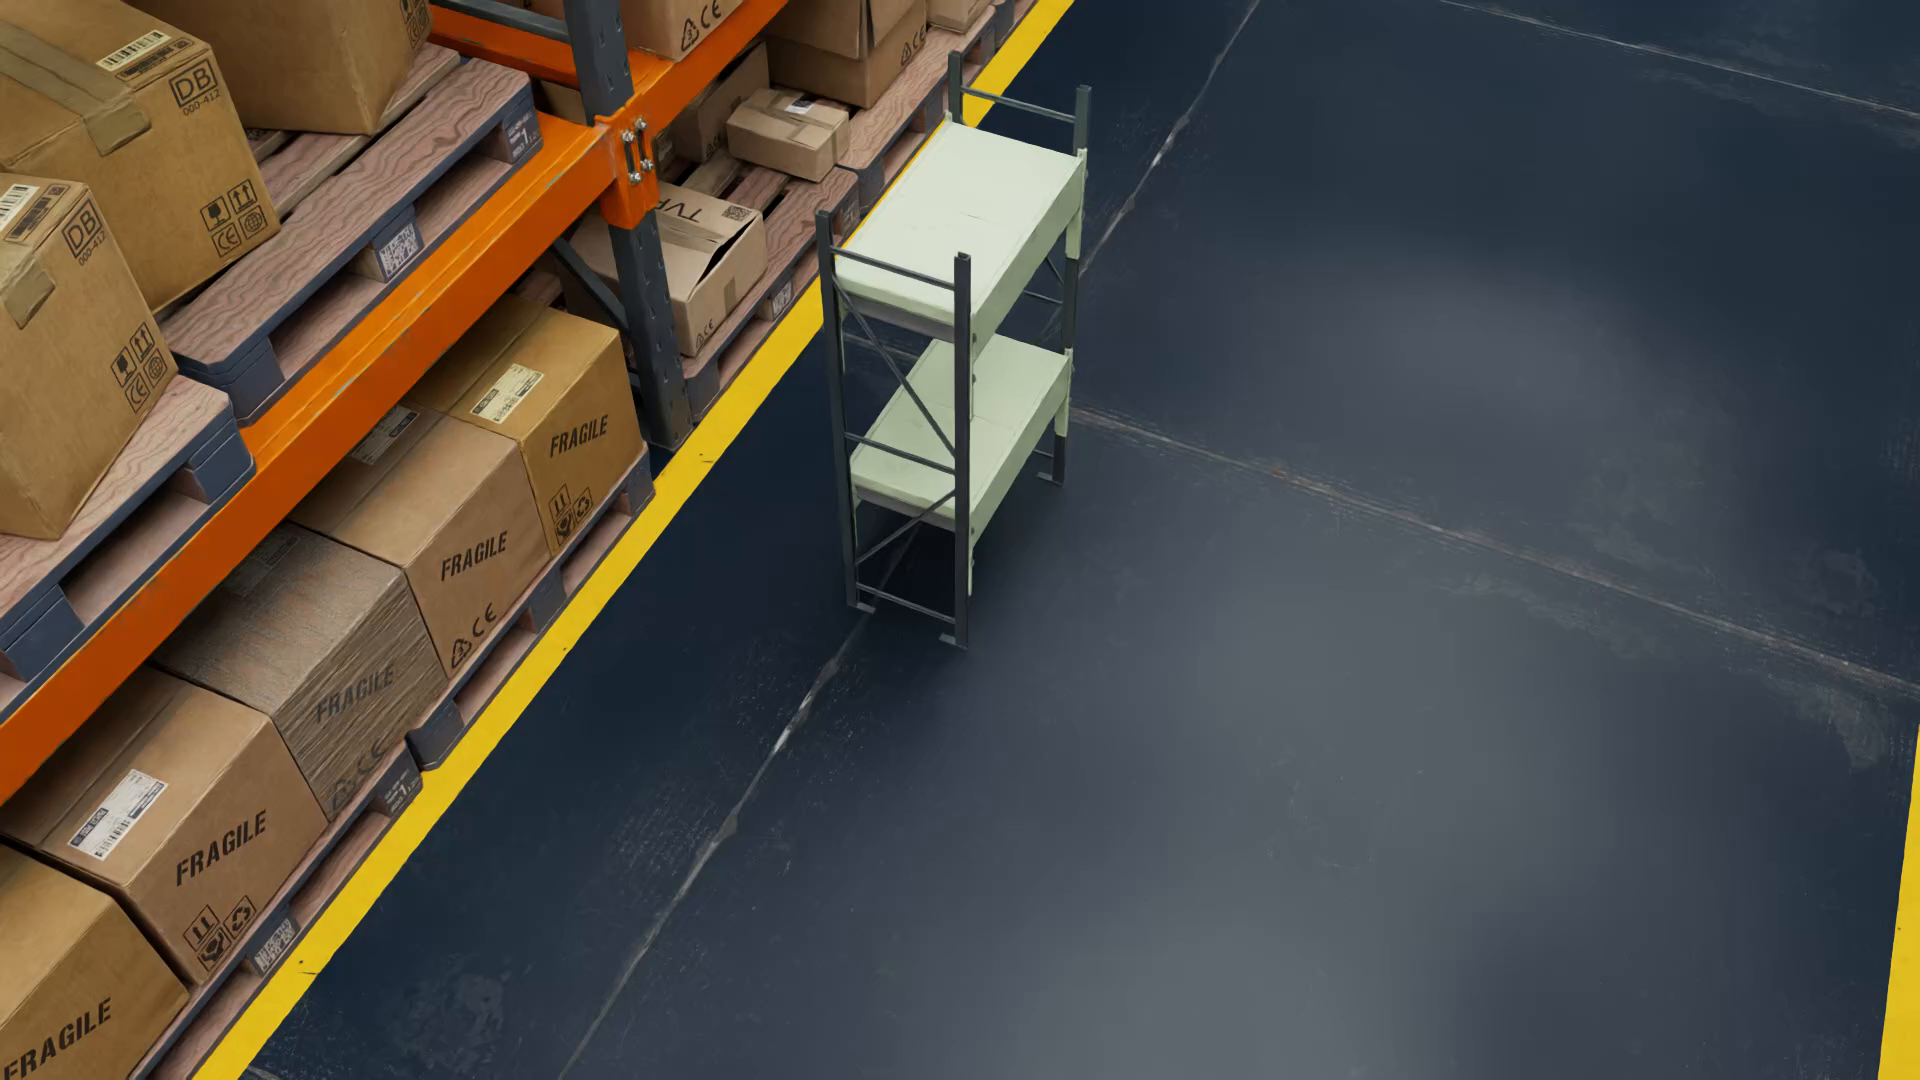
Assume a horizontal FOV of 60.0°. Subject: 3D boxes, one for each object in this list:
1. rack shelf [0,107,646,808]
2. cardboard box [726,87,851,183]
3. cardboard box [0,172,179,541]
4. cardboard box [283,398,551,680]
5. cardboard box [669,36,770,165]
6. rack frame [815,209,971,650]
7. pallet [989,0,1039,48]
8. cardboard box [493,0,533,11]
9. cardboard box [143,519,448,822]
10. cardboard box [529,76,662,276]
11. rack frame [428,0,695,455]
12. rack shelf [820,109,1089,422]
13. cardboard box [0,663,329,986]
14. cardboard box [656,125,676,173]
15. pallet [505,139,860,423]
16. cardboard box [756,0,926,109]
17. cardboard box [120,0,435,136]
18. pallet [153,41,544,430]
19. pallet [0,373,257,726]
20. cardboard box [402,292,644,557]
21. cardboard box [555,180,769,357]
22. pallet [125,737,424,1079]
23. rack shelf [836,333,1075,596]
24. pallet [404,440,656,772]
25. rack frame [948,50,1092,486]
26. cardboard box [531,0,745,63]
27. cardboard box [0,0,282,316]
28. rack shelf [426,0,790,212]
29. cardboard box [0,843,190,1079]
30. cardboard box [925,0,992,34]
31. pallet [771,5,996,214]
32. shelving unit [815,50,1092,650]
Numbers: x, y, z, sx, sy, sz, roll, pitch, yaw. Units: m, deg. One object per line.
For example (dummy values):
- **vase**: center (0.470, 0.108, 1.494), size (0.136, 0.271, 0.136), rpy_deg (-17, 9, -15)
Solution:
- **rack shelf**: center (-2.221, 0.151, 3.624), size (1.077, 0.370, 4.000), rpy_deg (20, 52, 16)
- **cardboard box**: center (-0.631, -1.501, 6.129), size (0.380, 0.166, 0.250), rpy_deg (20, 52, 16)
- **cardboard box**: center (-2.066, -0.391, 3.272), size (0.700, 0.500, 0.500), rpy_deg (8, 50, 7)
- **cardboard box**: center (-1.537, -0.021, 4.651), size (0.500, 0.500, 0.500), rpy_deg (20, 52, 16)
- **cardboard box**: center (-1.059, -1.731, 6.230), size (0.500, 0.311, 0.500), rpy_deg (20, 52, 16)
- **rack frame**: center (-0.159, -0.229, 4.460), size (0.400, 1.500, 0.023), rpy_deg (20, 52, 16)
- **pallet**: center (-0.030, -2.708, 7.416), size (1.003, 0.211, 1.213), rpy_deg (20, 52, 16)
- **cardboard box**: center (-1.385, -1.919, 4.848), size (0.500, 0.500, 0.500), rpy_deg (21, 53, 17)
- **cardboard box**: center (-1.752, 0.324, 4.357), size (0.500, 0.500, 0.500), rpy_deg (20, 53, 17)
- **cardboard box**: center (-1.380, -1.276, 5.719), size (0.500, 0.500, 0.500), rpy_deg (20, 52, 16)
- **rack frame**: center (-1.367, -1.459, 4.522), size (1.000, 3.000, 0.127), rpy_deg (20, 52, 16)
- **rack shelf**: center (-0.003, -0.734, 4.378), size (0.431, 0.370, 0.720), rpy_deg (20, 52, 16)
- **cardboard box**: center (-1.967, 0.675, 4.058), size (0.500, 0.500, 0.500), rpy_deg (18, 52, 15)
- **cardboard box**: center (-1.274, -1.440, 6.089), size (0.380, 0.149, 0.250), rpy_deg (20, 52, 16)
- **pallet**: center (-1.072, -1.028, 5.986), size (1.003, 0.211, 1.213), rpy_deg (20, 52, 16)
- **cardboard box**: center (-0.569, -2.088, 6.408), size (0.797, 0.503, 0.637), rpy_deg (20, 52, 16)
- **cardboard box**: center (-1.771, -1.374, 4.108), size (0.700, 0.500, 0.500), rpy_deg (4, 50, 4)
- **pallet**: center (-1.807, -0.882, 4.157), size (1.003, 0.211, 1.213), rpy_deg (20, 52, 16)
- **pallet**: center (-2.249, 0.017, 3.392), size (1.003, 0.211, 1.213), rpy_deg (20, 52, 16)
- **cardboard box**: center (-1.318, -0.359, 4.938), size (0.500, 0.500, 0.500), rpy_deg (20, 52, 16)
- **cardboard box**: center (-0.992, -0.949, 5.565), size (0.500, 0.311, 0.500), rpy_deg (20, 52, 16)
- **pallet**: center (-2.200, 0.860, 4.380), size (1.003, 0.211, 1.213), rpy_deg (20, 52, 16)
- **rack shelf**: center (-0.003, -0.270, 4.923), size (0.431, 0.370, 0.720), rpy_deg (20, 52, 16)
- **pallet**: center (-1.680, 0.017, 5.097), size (1.003, 0.211, 1.213), rpy_deg (20, 52, 16)
- **rack frame**: center (0.154, -0.733, 4.889), size (0.400, 1.500, 0.023), rpy_deg (20, 52, 16)
- **cardboard box**: center (-0.902, -1.754, 4.707), size (0.500, 0.500, 0.500), rpy_deg (21, 53, 17)
- **cardboard box**: center (-2.008, -0.880, 3.688), size (0.700, 0.500, 0.500), rpy_deg (28, 55, 22)
- **rack shelf**: center (-0.512, -2.603, 5.968), size (1.077, 0.370, 4.000), rpy_deg (20, 52, 16)
- **cardboard box**: center (-2.185, 1.036, 3.751), size (0.500, 0.500, 0.500), rpy_deg (19, 52, 16)
- **cardboard box**: center (-0.100, -2.366, 6.810), size (0.500, 0.250, 0.500), rpy_deg (20, 52, 16)
- **pallet**: center (-0.552, -1.871, 6.704), size (1.003, 0.211, 1.213), rpy_deg (20, 52, 16)
- **shelving unit**: center (-0.003, -0.481, 4.675), size (0.431, 1.500, 0.755), rpy_deg (20, 52, 16)
